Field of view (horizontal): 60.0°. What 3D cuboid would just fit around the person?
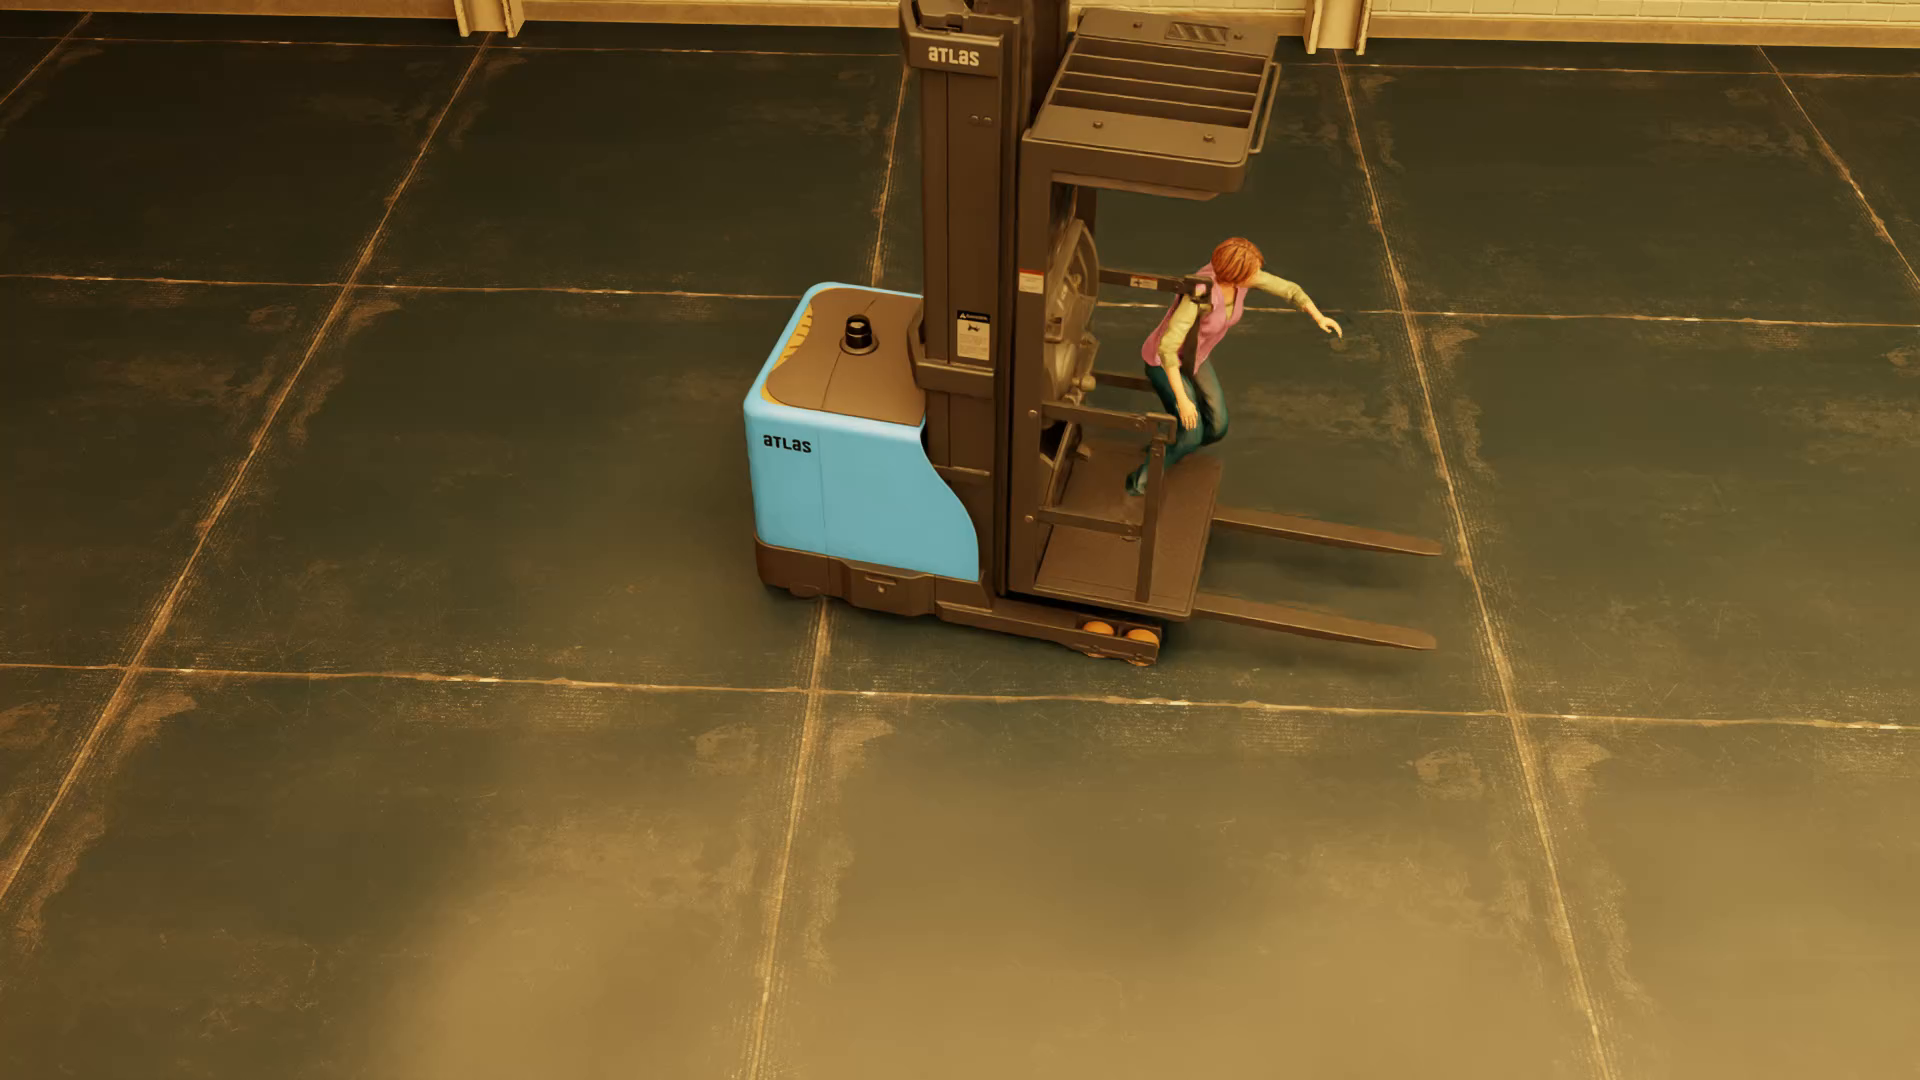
[{"bbox_3d":[1.138,-0.714,7.437,0.838,1.304,0.976,29,50,28],"label":"person"}]

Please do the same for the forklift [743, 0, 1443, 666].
[{"bbox_3d":[0.645,-0.928,6.759,3.031,2.935,1.130,10,43,11],"label":"forklift"}]
